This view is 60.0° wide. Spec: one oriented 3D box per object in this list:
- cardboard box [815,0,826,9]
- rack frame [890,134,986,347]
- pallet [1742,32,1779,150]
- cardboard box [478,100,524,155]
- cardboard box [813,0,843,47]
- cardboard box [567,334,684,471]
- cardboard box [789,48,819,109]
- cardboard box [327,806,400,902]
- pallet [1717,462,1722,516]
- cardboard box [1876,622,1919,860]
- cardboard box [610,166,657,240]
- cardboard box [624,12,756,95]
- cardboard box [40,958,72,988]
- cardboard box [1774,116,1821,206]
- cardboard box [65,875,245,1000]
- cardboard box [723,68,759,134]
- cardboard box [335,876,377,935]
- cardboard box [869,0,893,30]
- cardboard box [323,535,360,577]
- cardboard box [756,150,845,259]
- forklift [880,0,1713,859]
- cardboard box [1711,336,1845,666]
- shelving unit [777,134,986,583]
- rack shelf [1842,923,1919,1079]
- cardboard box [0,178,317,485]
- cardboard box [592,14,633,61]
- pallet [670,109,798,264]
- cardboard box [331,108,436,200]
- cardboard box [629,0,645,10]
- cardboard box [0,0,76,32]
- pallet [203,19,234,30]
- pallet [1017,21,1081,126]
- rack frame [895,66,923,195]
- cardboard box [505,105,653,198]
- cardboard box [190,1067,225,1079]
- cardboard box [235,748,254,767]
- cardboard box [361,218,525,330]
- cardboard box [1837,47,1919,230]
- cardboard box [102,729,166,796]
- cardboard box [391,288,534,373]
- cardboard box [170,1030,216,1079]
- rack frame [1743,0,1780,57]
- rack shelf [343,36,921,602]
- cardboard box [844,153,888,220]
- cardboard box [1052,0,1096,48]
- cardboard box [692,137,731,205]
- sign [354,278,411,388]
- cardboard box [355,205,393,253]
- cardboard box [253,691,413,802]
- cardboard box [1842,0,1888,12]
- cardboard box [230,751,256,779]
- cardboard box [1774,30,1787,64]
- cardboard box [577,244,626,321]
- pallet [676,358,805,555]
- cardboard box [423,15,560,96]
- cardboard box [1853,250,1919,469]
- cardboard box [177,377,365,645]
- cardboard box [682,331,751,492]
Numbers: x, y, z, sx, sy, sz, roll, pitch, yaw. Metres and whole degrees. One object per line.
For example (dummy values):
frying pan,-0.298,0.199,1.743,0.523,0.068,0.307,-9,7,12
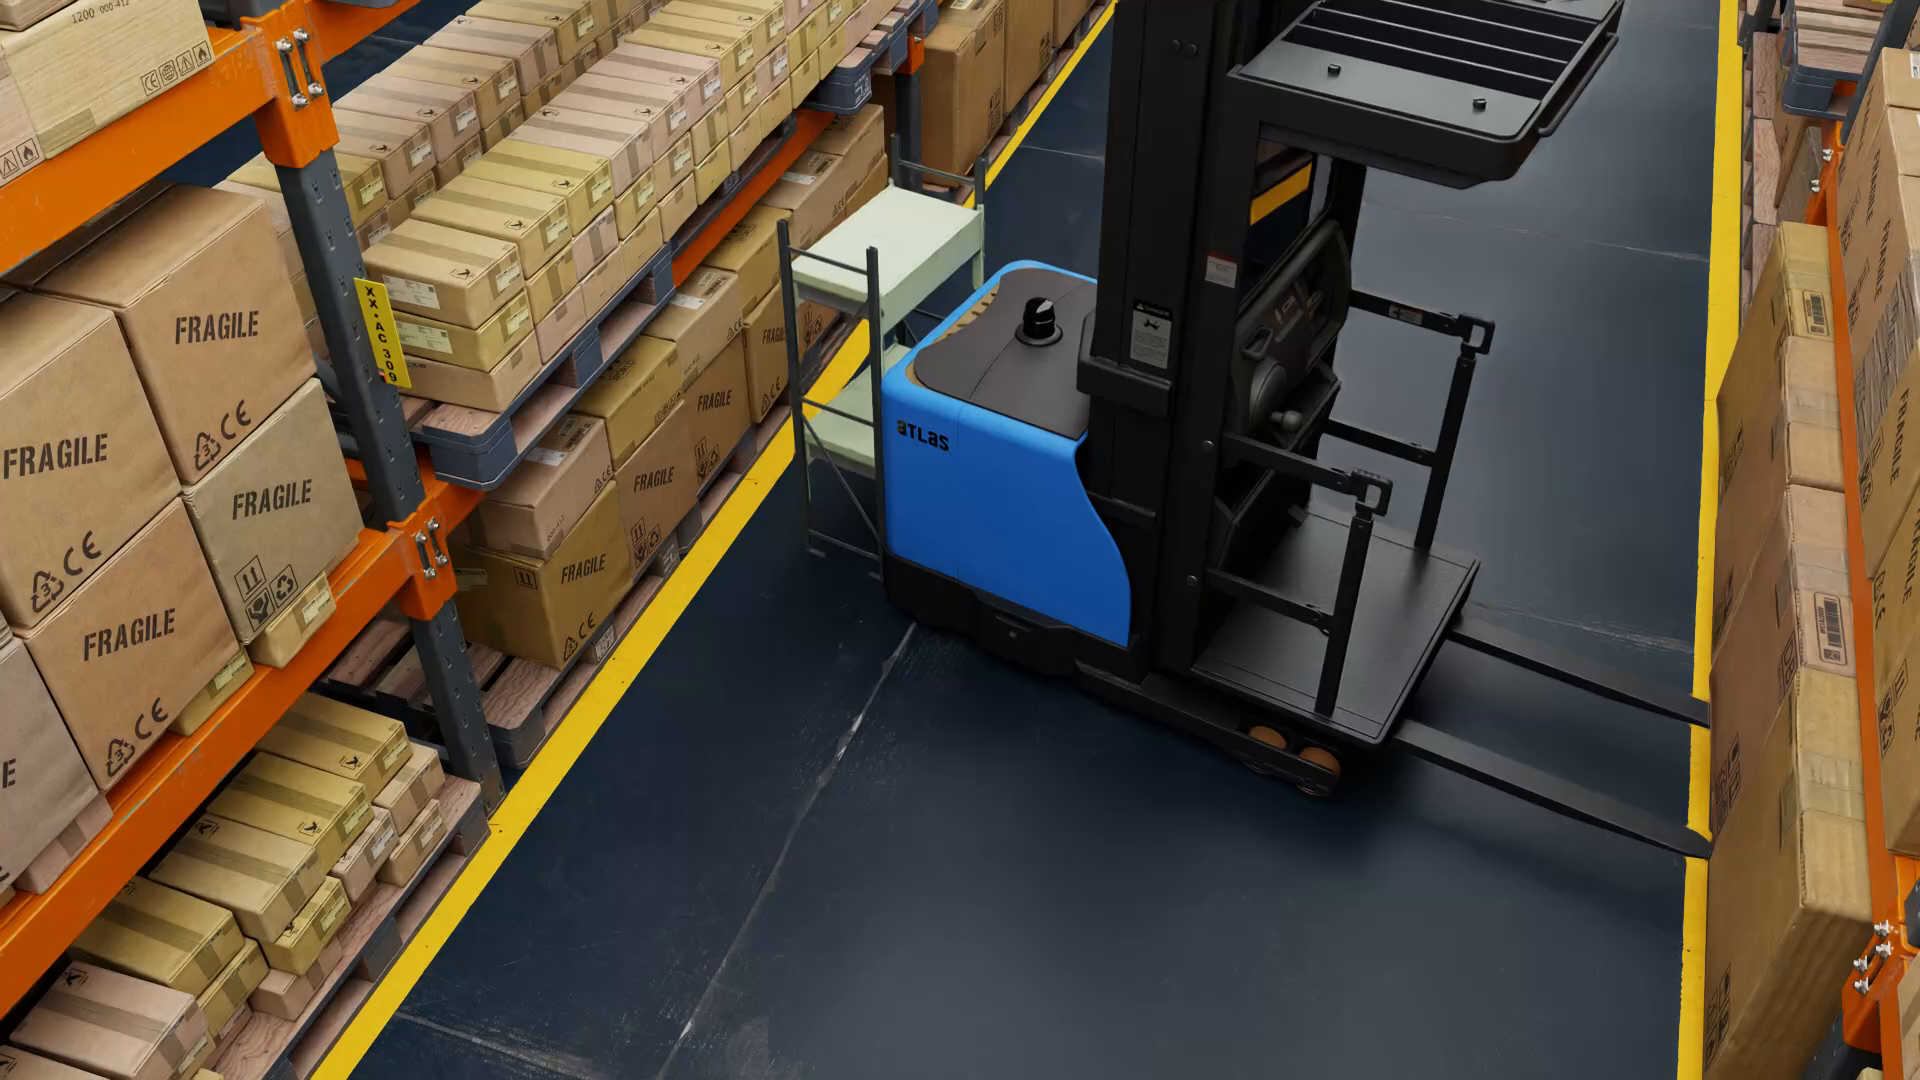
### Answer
cardboard box,-0.681,-2.186,6.413,0.380,0.149,0.250,15,43,16
rack frame,-0.084,-0.880,6.625,0.400,1.500,0.023,21,45,23
pallet,5.051,-2.514,9.534,1.003,0.211,1.213,13,42,15
cardboard box,-1.740,-1.435,5.761,0.380,0.149,0.250,11,42,13
cardboard box,-0.683,-2.071,6.507,0.380,0.149,0.250,13,42,15
cardboard box,-1.366,-0.544,6.102,0.500,0.250,0.500,14,43,16
cardboard box,-0.769,-1.810,6.431,0.380,0.149,0.250,12,42,13
cardboard box,-1.936,0.909,5.017,0.380,0.149,0.250,11,42,13
pallet,3.608,-0.085,6.687,1.003,0.211,1.213,13,42,15
cardboard box,2.483,0.446,3.840,0.500,0.500,0.500,13,42,15
cardboard box,-1.216,-1.123,5.396,0.380,0.149,0.250,12,42,13
cardboard box,-0.949,-1.716,5.862,0.380,0.149,0.250,15,43,16
cardboard box,-2.618,1.124,4.766,0.380,0.149,0.250,11,42,13
cardboard box,4.523,-1.928,8.286,0.700,0.500,0.500,17,43,19
cardboard box,-2.214,1.099,4.565,0.380,0.149,0.250,15,43,16
cardboard box,-0.946,-1.603,5.958,0.380,0.149,0.250,12,42,14
cardboard box,-2.028,1.047,5.085,0.380,0.149,0.250,14,43,16
cardboard box,-0.502,-2.283,6.985,0.380,0.149,0.250,13,42,15
cardboard box,-1.924,-0.011,4.646,0.380,0.149,0.250,13,42,15
cardboard box,-0.828,-1.481,7.199,0.500,0.250,0.500,14,42,16
forklift,1.236,-0.634,5.235,3.031,2.935,1.130,21,45,23
cardboard box,3.380,-0.003,5.756,1.225,0.875,0.875,13,42,15
shelving unit,-0.269,-0.675,6.385,0.431,1.500,0.755,21,45,23
rack shelf,1.896,2.323,2.270,1.077,0.370,4.000,13,42,15
cardboard box,-1.953,-0.518,3.969,0.500,0.500,0.500,12,42,14
cardboard box,-1.471,-1.914,6.323,0.380,0.149,0.250,13,42,15
pallet,-1.317,-1.483,6.325,1.003,0.211,1.213,13,42,15
cardboard box,-1.911,-1.233,5.296,0.380,0.149,0.250,12,42,14
cardboard box,-1.378,-2.184,6.411,0.380,0.149,0.250,15,43,17
cardboard box,-1.965,-1.269,3.346,0.500,0.250,0.500,11,42,13
pallet,-5.096,-3.225,10.368,1.003,0.211,1.213,13,42,15
pallet,0.081,-2.918,10.007,1.003,0.211,1.213,13,42,15
rack frame,-0.678,-2.773,7.689,1.000,3.000,0.127,13,42,15
cardboard box,-1.212,-1.241,5.305,0.380,0.149,0.250,13,42,15
cardboard box,-2.214,1.538,4.509,0.380,0.149,0.250,13,42,15
cardboard box,-2.359,0.530,5.233,0.380,0.149,0.250,15,43,17
cardboard box,-1.479,-0.762,4.743,0.380,0.149,0.250,15,43,17
cardboard box,3.526,-1.412,6.017,0.500,0.500,0.500,14,43,16
cardboard box,-2.210,0.462,4.091,0.380,0.149,0.250,12,42,14
cardboard box,-1.479,-0.649,4.840,0.380,0.149,0.250,14,42,16
cardboard box,-2.258,1.367,4.480,0.380,0.149,0.250,14,43,16
rack frame,5.316,-4.050,9.186,1.000,3.000,0.127,13,42,15
rack shelf,-1.362,-1.279,6.492,1.077,0.370,4.000,13,42,15
cardboard box,-0.658,-1.522,7.825,0.500,0.500,0.500,13,42,15
cardboard box,0.228,-3.530,9.986,1.050,0.750,0.750,13,42,15
cardboard box,-1.038,-1.333,5.871,0.380,0.149,0.250,13,42,14
sign,-1.534,-0.547,4.413,0.100,0.325,0.005,13,42,15
cardboard box,-2.007,-0.958,5.202,0.380,0.149,0.250,14,42,15
cardboard box,-1.923,0.640,5.103,0.380,0.149,0.250,14,43,16
cardboard box,4.192,-2.509,6.979,0.700,0.500,0.500,19,44,21
cardboard box,-2.471,0.629,5.346,0.380,0.149,0.250,15,43,17
cardboard box,5.086,-2.897,9.421,0.700,0.500,0.500,10,42,12
cardboard box,-1.301,-0.857,5.314,0.380,0.149,0.250,14,42,15
pallet,-1.366,-0.494,7.166,1.003,0.211,1.213,13,42,15
cardboard box,-1.646,-1.706,5.851,0.380,0.149,0.250,11,42,13
cardboard box,3.007,-0.479,4.924,0.500,0.500,0.500,13,42,15
cardboard box,-1.946,-0.126,4.281,0.500,0.500,0.500,13,42,15
cardboard box,-1.199,-0.579,6.720,0.500,0.500,0.500,14,42,16
